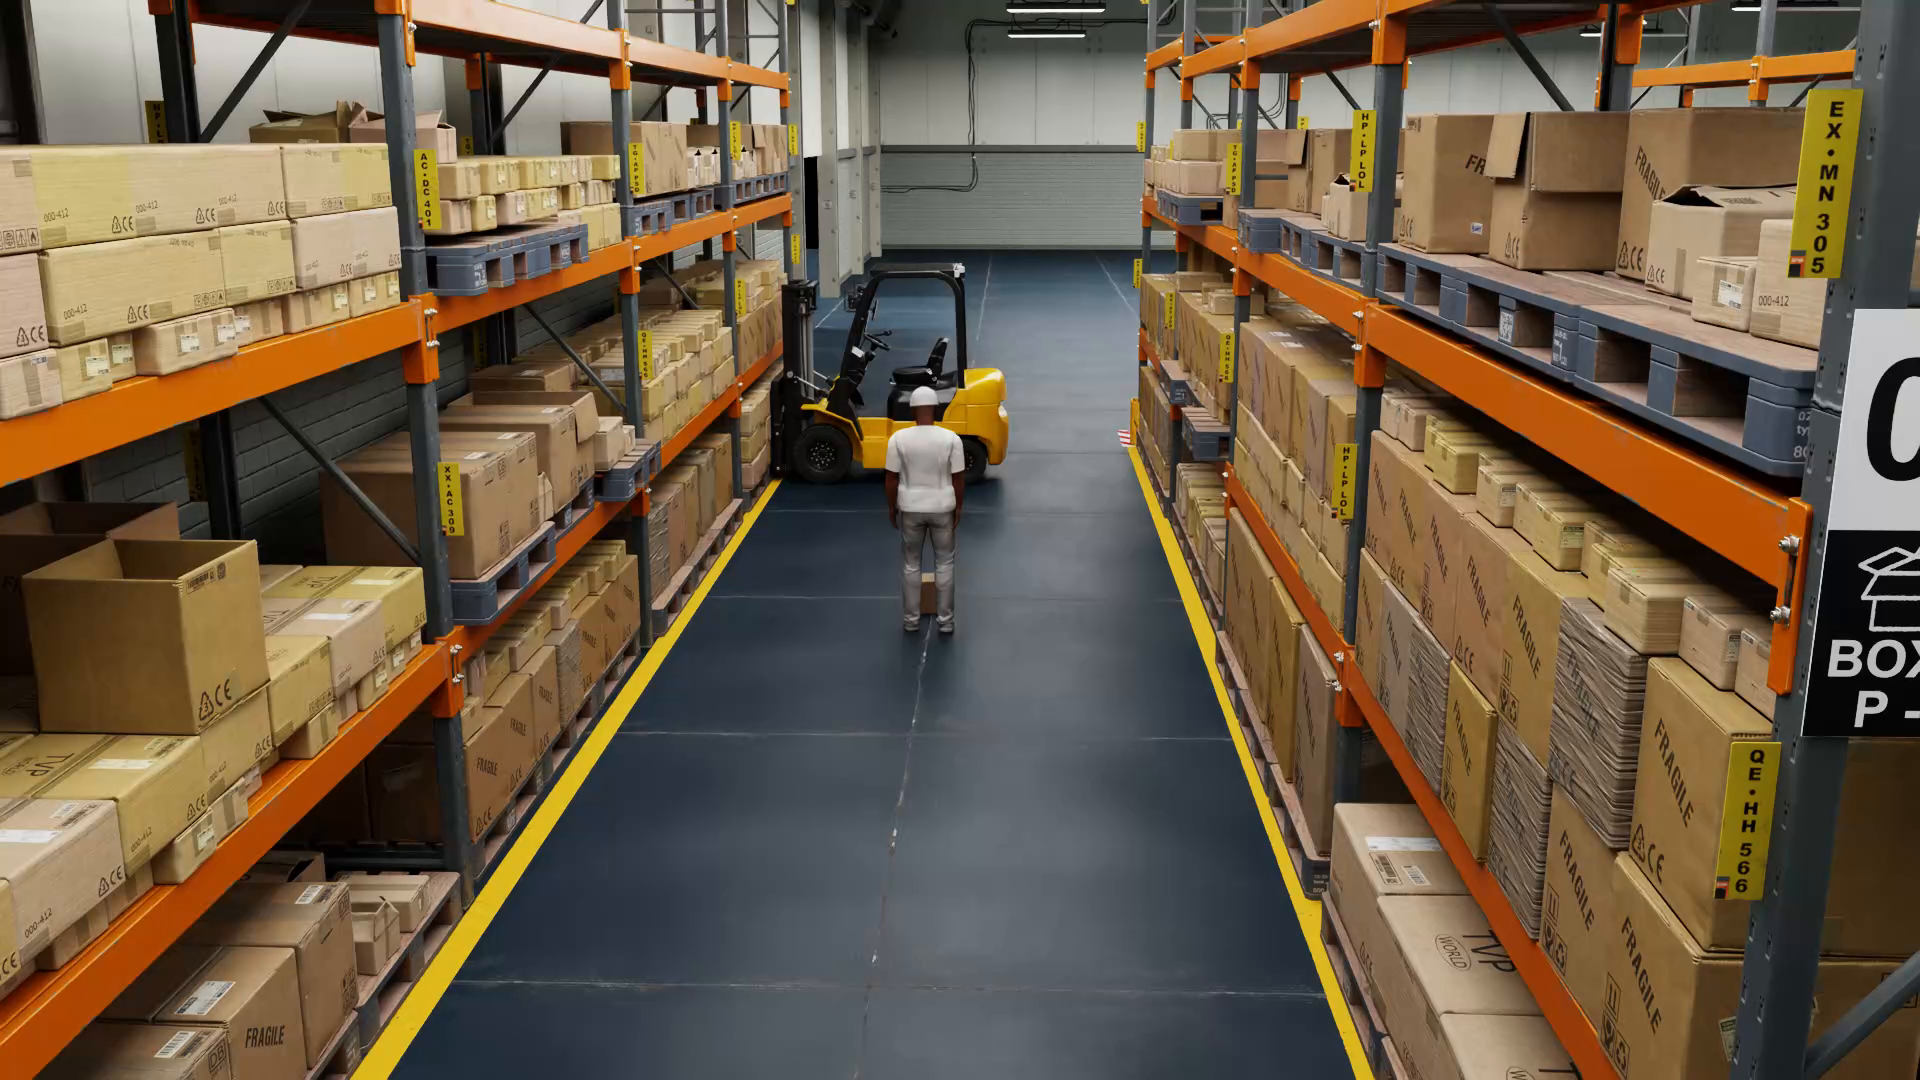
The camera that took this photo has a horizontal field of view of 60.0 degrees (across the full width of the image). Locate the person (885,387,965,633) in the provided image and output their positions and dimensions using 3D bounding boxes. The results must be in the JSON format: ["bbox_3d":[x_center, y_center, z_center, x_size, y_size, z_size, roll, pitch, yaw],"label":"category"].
[{"bbox_3d":[-0.247,-0.217,11.851,0.566,1.769,0.364,1,14,3],"label":"person"}]
